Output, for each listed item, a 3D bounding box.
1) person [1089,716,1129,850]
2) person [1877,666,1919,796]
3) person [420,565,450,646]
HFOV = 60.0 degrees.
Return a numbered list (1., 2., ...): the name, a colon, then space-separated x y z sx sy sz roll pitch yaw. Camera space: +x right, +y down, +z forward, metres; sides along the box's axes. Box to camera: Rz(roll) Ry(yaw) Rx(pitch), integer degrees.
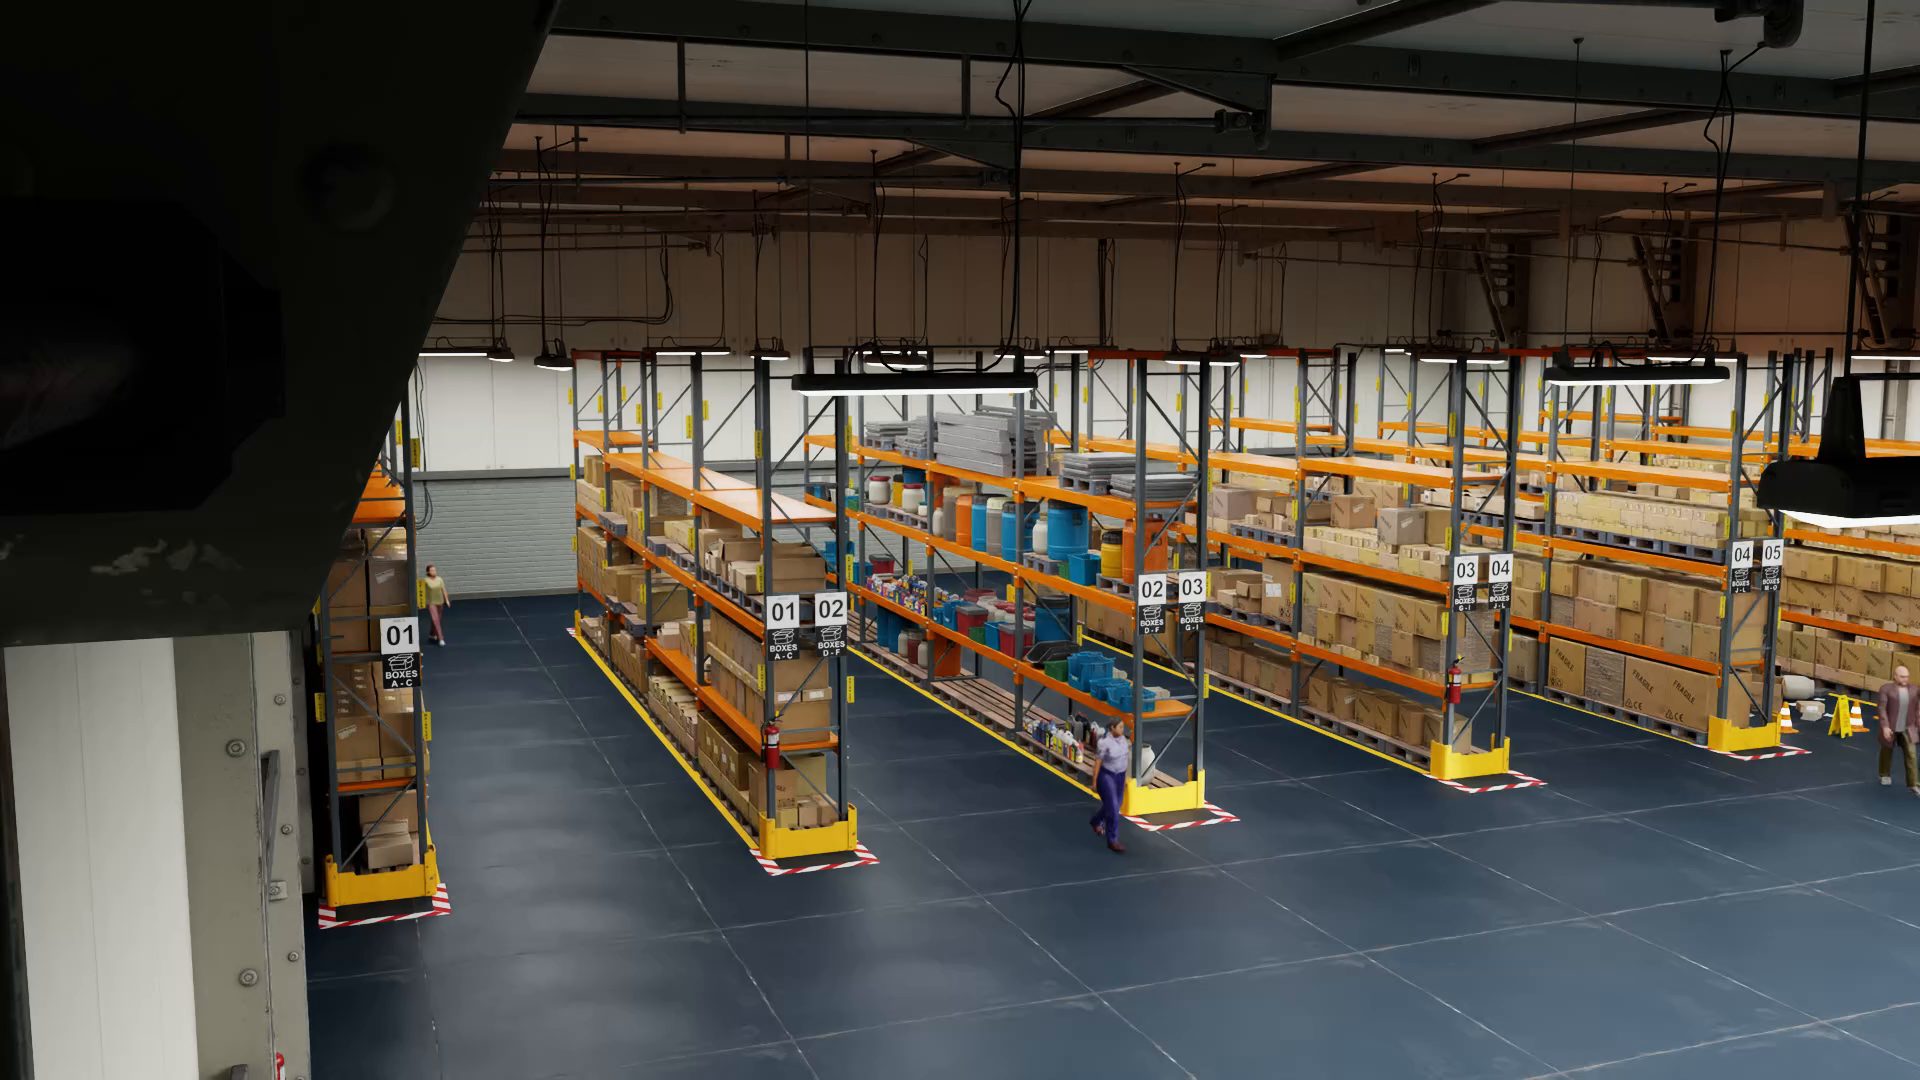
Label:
1. person: 1.843 2.969 20.664 0.821 1.612 0.514 7 10 43
2. person: 12.959 2.604 22.912 0.611 1.731 1.049 2 7 16
3. person: -10.687 1.300 33.909 0.546 1.606 1.025 -6 9 -38
